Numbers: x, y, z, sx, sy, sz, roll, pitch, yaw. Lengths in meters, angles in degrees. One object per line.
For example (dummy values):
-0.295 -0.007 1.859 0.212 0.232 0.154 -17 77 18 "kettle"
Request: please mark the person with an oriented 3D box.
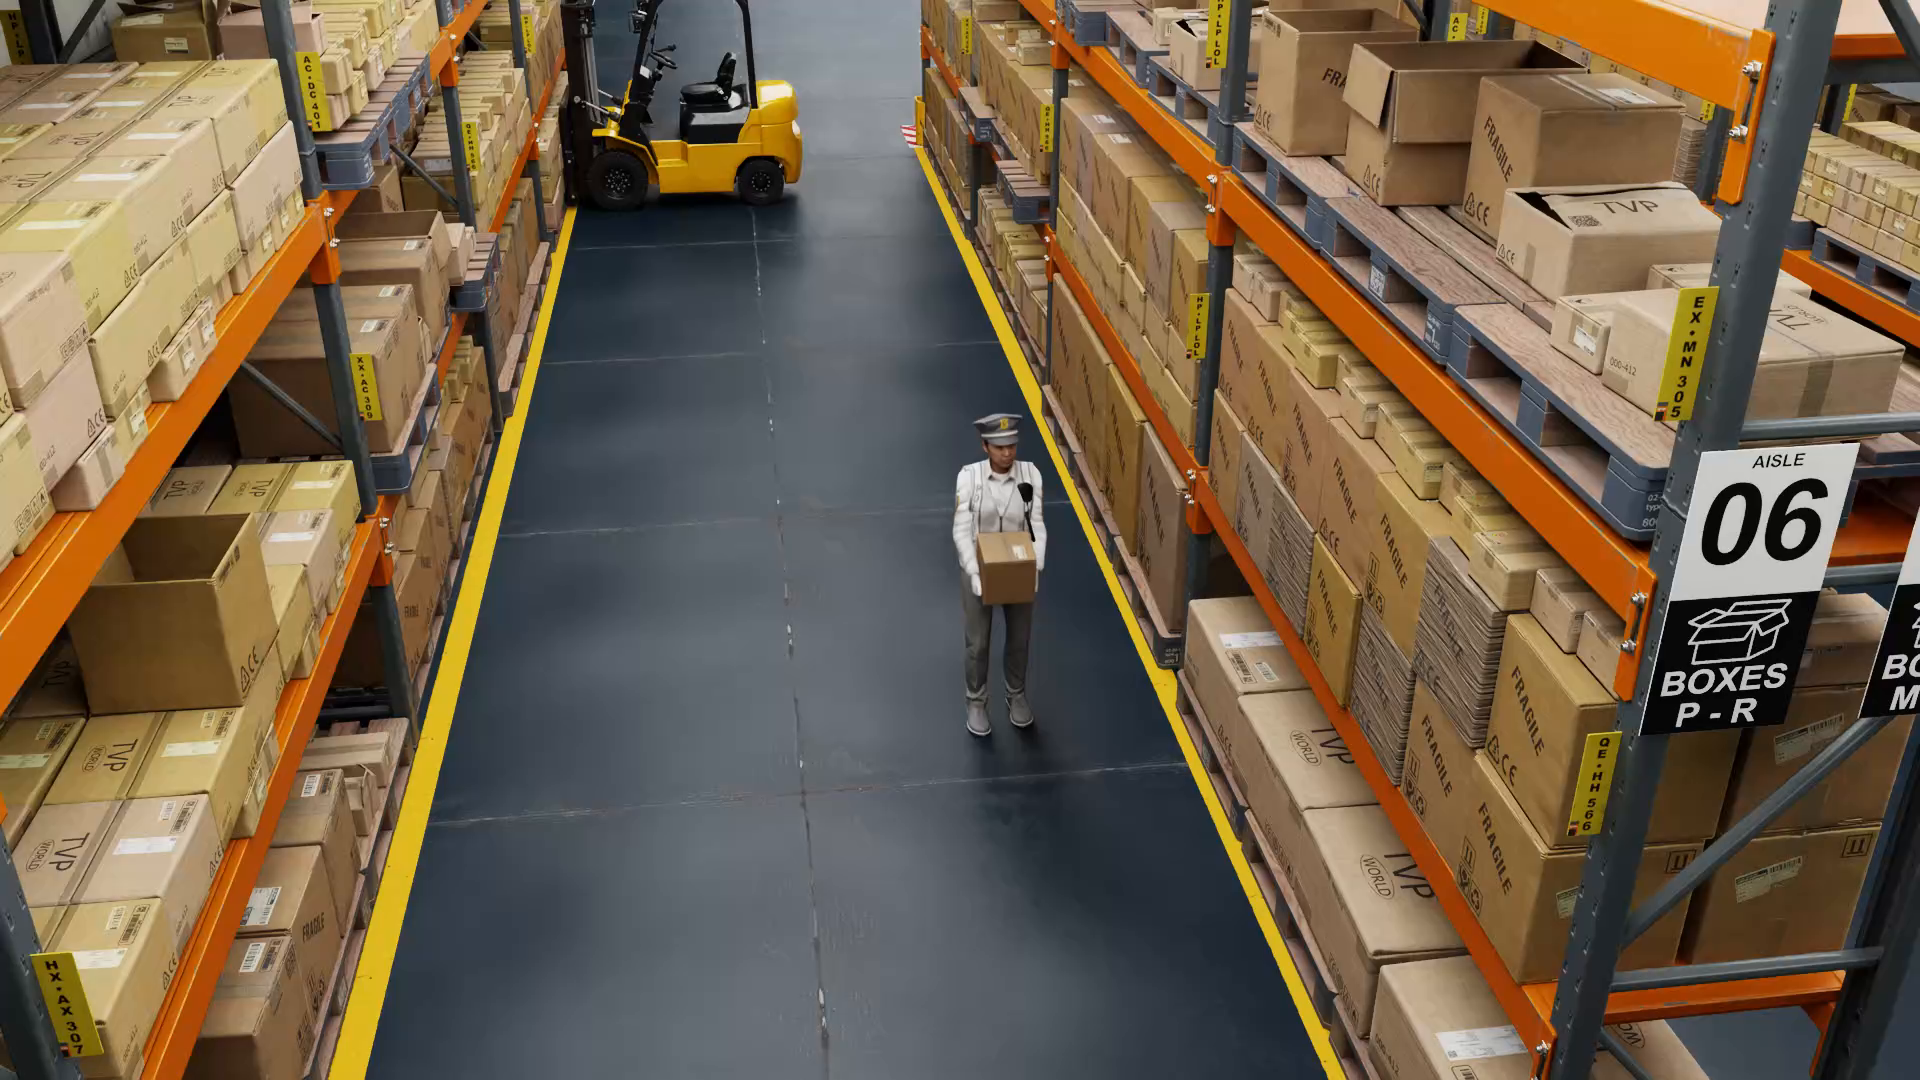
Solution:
0.197 0.188 8.231 0.457 1.690 0.539 -4 28 -7 "person"
